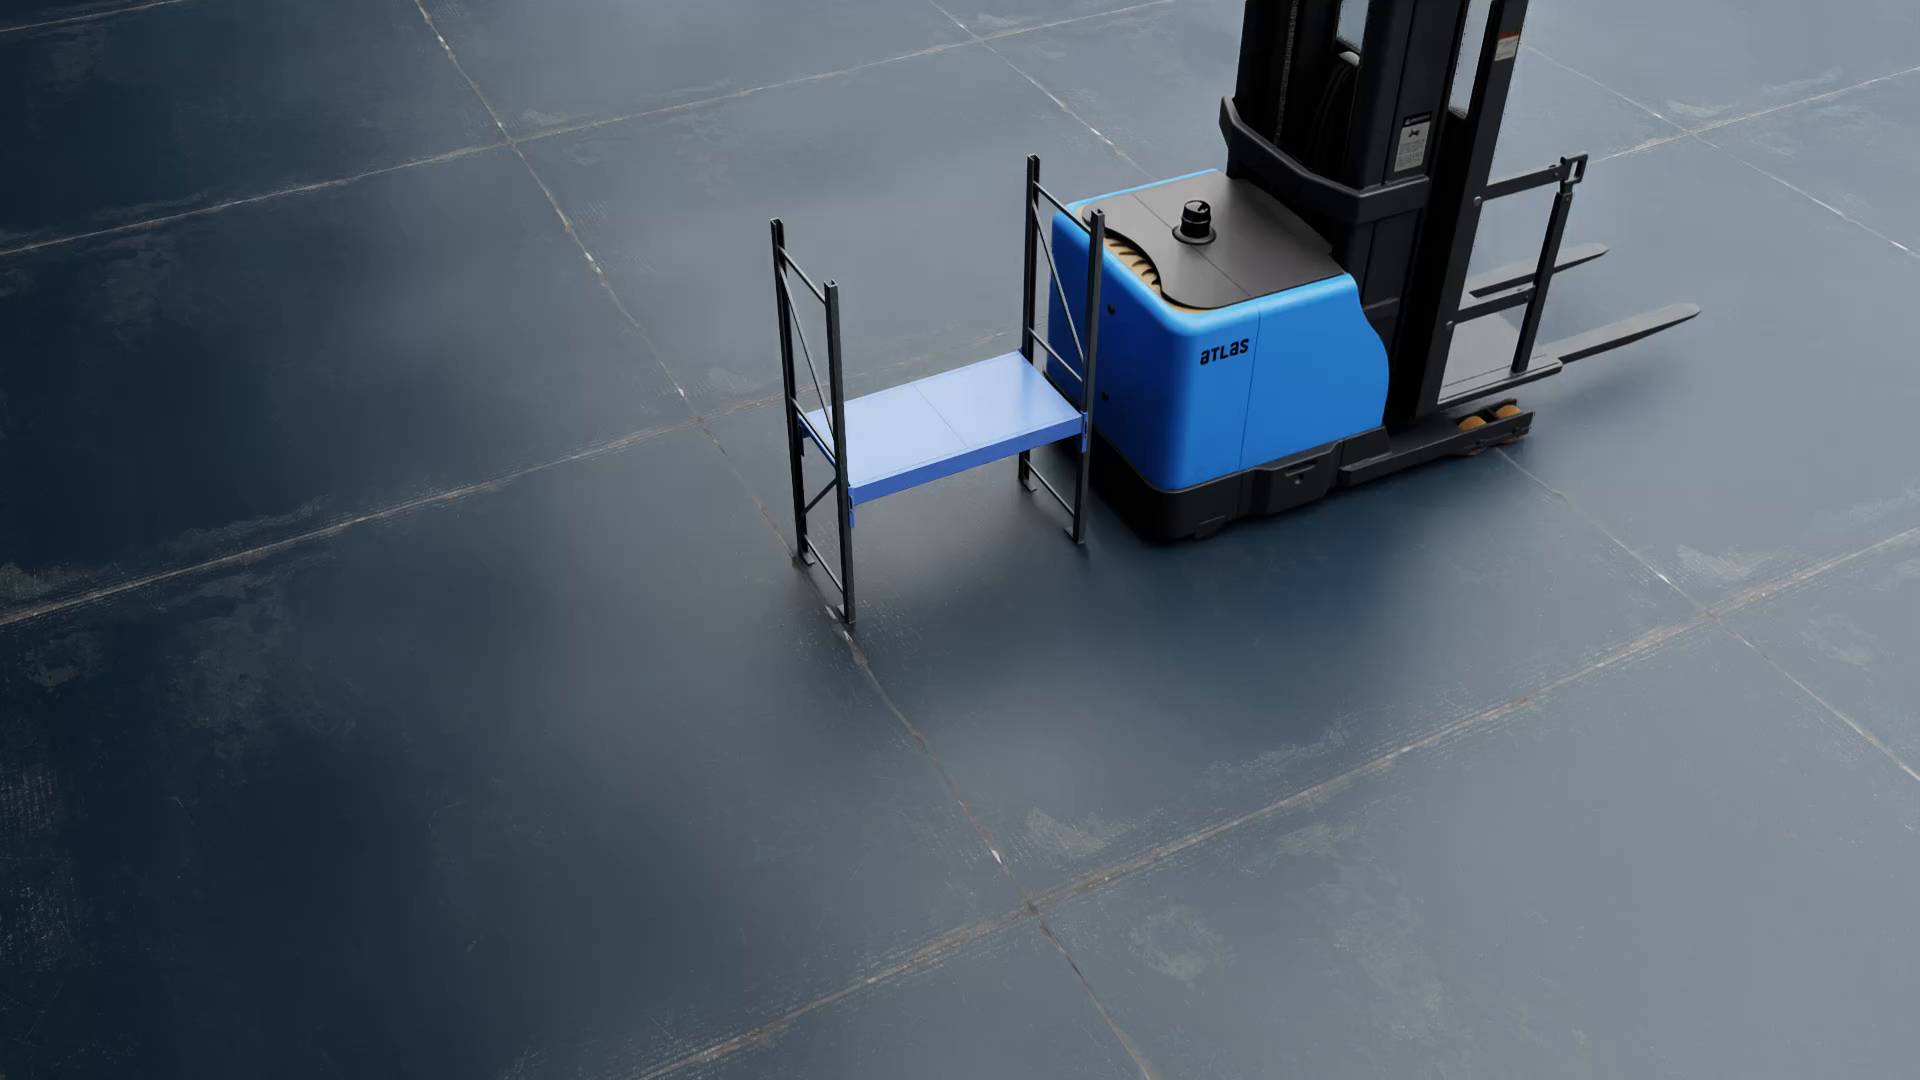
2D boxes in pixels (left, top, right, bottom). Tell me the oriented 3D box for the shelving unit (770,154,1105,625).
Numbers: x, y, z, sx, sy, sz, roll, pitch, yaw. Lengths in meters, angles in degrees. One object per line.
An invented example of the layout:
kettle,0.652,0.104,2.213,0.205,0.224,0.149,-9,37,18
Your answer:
shelving unit,-0.076,-0.547,6.235,1.048,1.500,0.538,-19,44,-21

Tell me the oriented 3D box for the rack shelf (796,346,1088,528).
rack shelf,-0.076,-0.410,6.352,1.000,0.185,0.538,-19,44,-21

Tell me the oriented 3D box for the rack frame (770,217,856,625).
rack frame,-0.527,-0.395,6.056,0.032,1.500,0.500,-19,44,-21

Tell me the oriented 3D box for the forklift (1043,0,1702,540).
forklift,1.912,-1.774,6.577,3.031,2.935,1.130,-17,43,-20

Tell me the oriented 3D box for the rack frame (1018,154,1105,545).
rack frame,0.375,-0.699,6.415,0.032,1.500,0.500,-19,44,-21
